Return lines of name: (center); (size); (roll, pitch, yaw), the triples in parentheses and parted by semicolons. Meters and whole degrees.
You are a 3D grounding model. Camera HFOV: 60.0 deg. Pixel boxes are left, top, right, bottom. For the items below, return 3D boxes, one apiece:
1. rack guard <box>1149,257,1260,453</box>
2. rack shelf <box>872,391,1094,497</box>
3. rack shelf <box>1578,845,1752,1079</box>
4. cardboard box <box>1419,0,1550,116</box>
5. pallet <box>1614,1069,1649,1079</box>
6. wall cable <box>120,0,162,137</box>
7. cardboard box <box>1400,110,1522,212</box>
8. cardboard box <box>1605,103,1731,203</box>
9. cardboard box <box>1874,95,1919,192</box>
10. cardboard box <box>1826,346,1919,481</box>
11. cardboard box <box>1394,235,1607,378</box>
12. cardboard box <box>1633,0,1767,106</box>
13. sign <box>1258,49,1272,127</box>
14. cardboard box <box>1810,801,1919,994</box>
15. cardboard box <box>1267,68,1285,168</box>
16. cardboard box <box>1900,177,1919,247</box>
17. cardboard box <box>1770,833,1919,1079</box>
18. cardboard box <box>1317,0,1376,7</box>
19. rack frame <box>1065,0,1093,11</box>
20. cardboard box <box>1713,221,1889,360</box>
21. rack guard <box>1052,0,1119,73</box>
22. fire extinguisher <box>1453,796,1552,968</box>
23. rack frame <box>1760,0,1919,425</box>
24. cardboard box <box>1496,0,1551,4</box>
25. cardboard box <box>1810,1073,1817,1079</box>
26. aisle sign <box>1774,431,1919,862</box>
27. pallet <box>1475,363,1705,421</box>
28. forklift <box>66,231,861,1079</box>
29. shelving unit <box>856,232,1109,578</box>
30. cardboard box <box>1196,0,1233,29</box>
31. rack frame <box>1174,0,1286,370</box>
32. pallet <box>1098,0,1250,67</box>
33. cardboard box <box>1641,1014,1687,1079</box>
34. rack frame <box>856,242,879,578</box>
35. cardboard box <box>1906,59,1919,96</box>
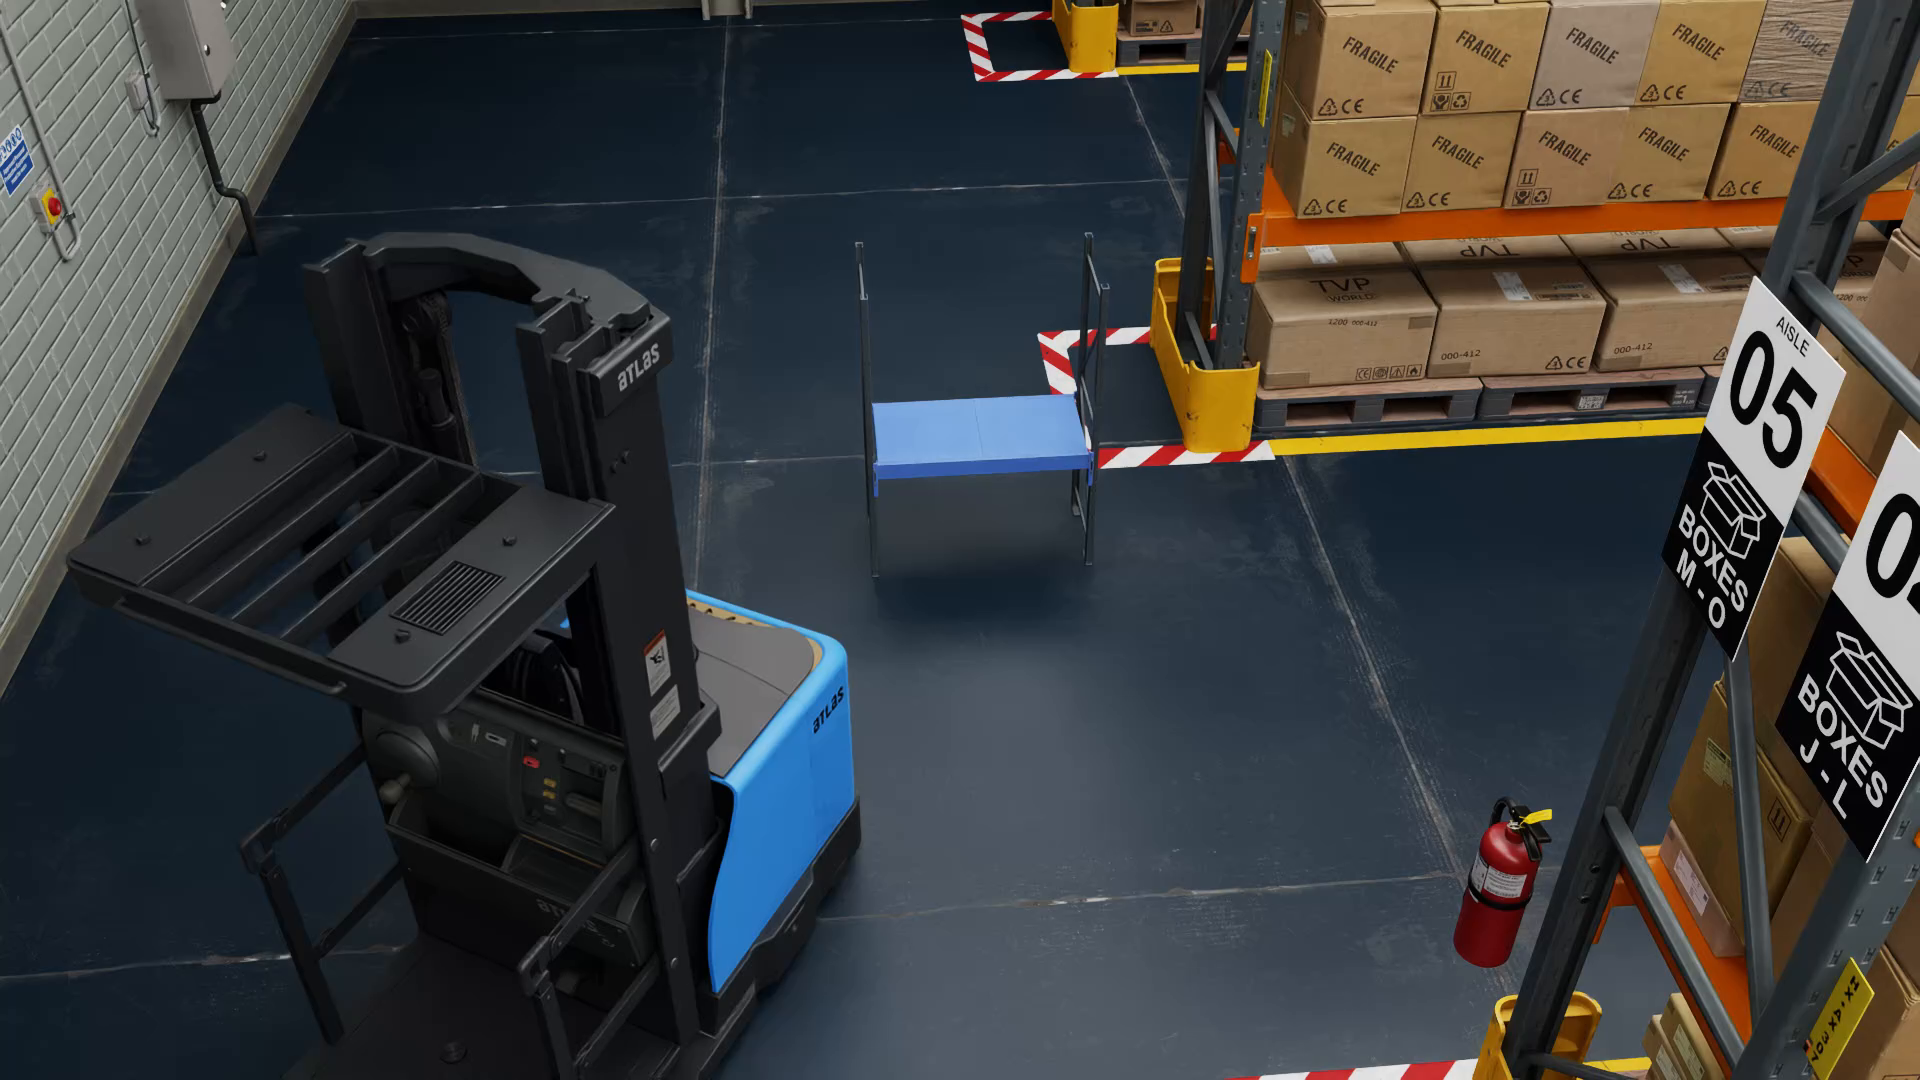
rack guard: (1.299, -1.013, 8.953); (0.348, 0.500, 1.175); (-3, 38, -4)
rack shelf: (0.085, -0.452, 7.725); (1.000, 0.185, 0.538); (-3, 38, -4)
rack shelf: (3.854, 1.225, 4.678); (4.000, 0.370, 1.077); (-3, 38, -4)
cardboard box: (2.340, -2.311, 7.691); (0.500, 0.500, 0.500); (-4, 38, -5)
pallet: (2.750, 2.121, 5.214); (1.213, 0.211, 1.003); (-3, 38, -4)
wall cable: (-4.429, -2.945, 8.563); (0.122, 1.984, 0.588); (-3, 38, -4)
cardboard box: (2.328, -1.929, 8.015); (0.500, 0.500, 0.500); (-4, 38, -5)
cardboard box: (3.333, -1.984, 8.084); (0.500, 0.500, 0.500); (-2, 38, -2)
cardboard box: (4.356, -2.040, 8.155); (0.500, 0.500, 0.500); (-4, 38, -5)
cardboard box: (2.291, -0.254, 3.672); (0.500, 0.250, 0.500); (-4, 38, -5)
cardboard box: (2.882, -1.308, 9.038); (0.875, 0.438, 0.875); (-2, 38, -3)
cardboard box: (3.349, -2.372, 7.769); (0.500, 0.500, 0.500); (-3, 38, -4)
sign: (1.366, -2.024, 7.453); (0.005, 0.325, 0.100); (-3, 38, -4)
cardboard box: (2.333, 0.643, 3.707); (0.500, 0.500, 0.500); (-3, 38, -4)
cardboard box: (1.780, -2.225, 8.389); (0.500, 0.500, 0.500); (-3, 38, -4)
cardboard box: (2.167, -0.618, 3.408); (0.250, 0.149, 0.380); (-3, 38, -4)
cardboard box: (2.333, 1.043, 4.008); (0.500, 0.500, 0.500); (-1, 38, -2)
cardboard box: (1.701, -2.531, 7.446); (0.250, 0.149, 0.380); (-2, 38, -3)
rack frame: (0.879, -5.058, 12.061); (0.127, 3.000, 1.000); (-3, 38, -4)
cardboard box: (4.672, -1.406, 9.162); (0.875, 0.438, 0.875); (-4, 38, -5)
rack guard: (0.955, -4.081, 12.841); (0.348, 0.500, 1.175); (-3, 38, -4)
fire extinguisher: (1.570, 0.959, 4.799); (0.183, 0.674, 0.296); (-3, 38, -4)
rack frame: (1.862, -1.302, 2.458); (0.127, 3.000, 1.000); (-3, 38, -4)
cardboard box: (2.485, -2.558, 7.481); (0.250, 0.149, 0.380); (-4, 38, -5)
cardboard box: (2.214, 1.336, 4.160); (0.250, 0.149, 0.380); (-3, 38, -4)
aisle sign: (1.816, 0.221, 3.271); (0.004, 0.787, 0.394); (-3, 38, -4)
pallet: (3.325, -1.058, 9.243); (1.213, 0.211, 1.003); (-3, 38, -4)
forklift: (-1.481, 0.743, 4.764); (1.130, 2.935, 3.031); (17, 41, 20)
shelving unit: (0.085, -0.593, 7.613); (1.048, 1.500, 0.538); (-3, 38, -4)
cardboard box: (1.924, -4.078, 12.782); (0.250, 0.149, 0.380); (-5, 39, -6)
rack frame: (1.323, -1.996, 8.180); (0.127, 3.000, 1.000); (-3, 38, -4)
pallet: (1.749, -4.012, 12.986); (1.213, 0.211, 1.003); (-3, 38, -4)
cardboard box: (2.362, 1.685, 5.237); (0.250, 0.149, 0.380); (-4, 38, -5)
rack frame: (-0.421, -0.566, 7.578); (0.032, 1.500, 0.500); (-3, 38, -4)
cardboard box: (4.355, -2.428, 7.840); (0.500, 0.500, 0.500); (-4, 38, -5)
